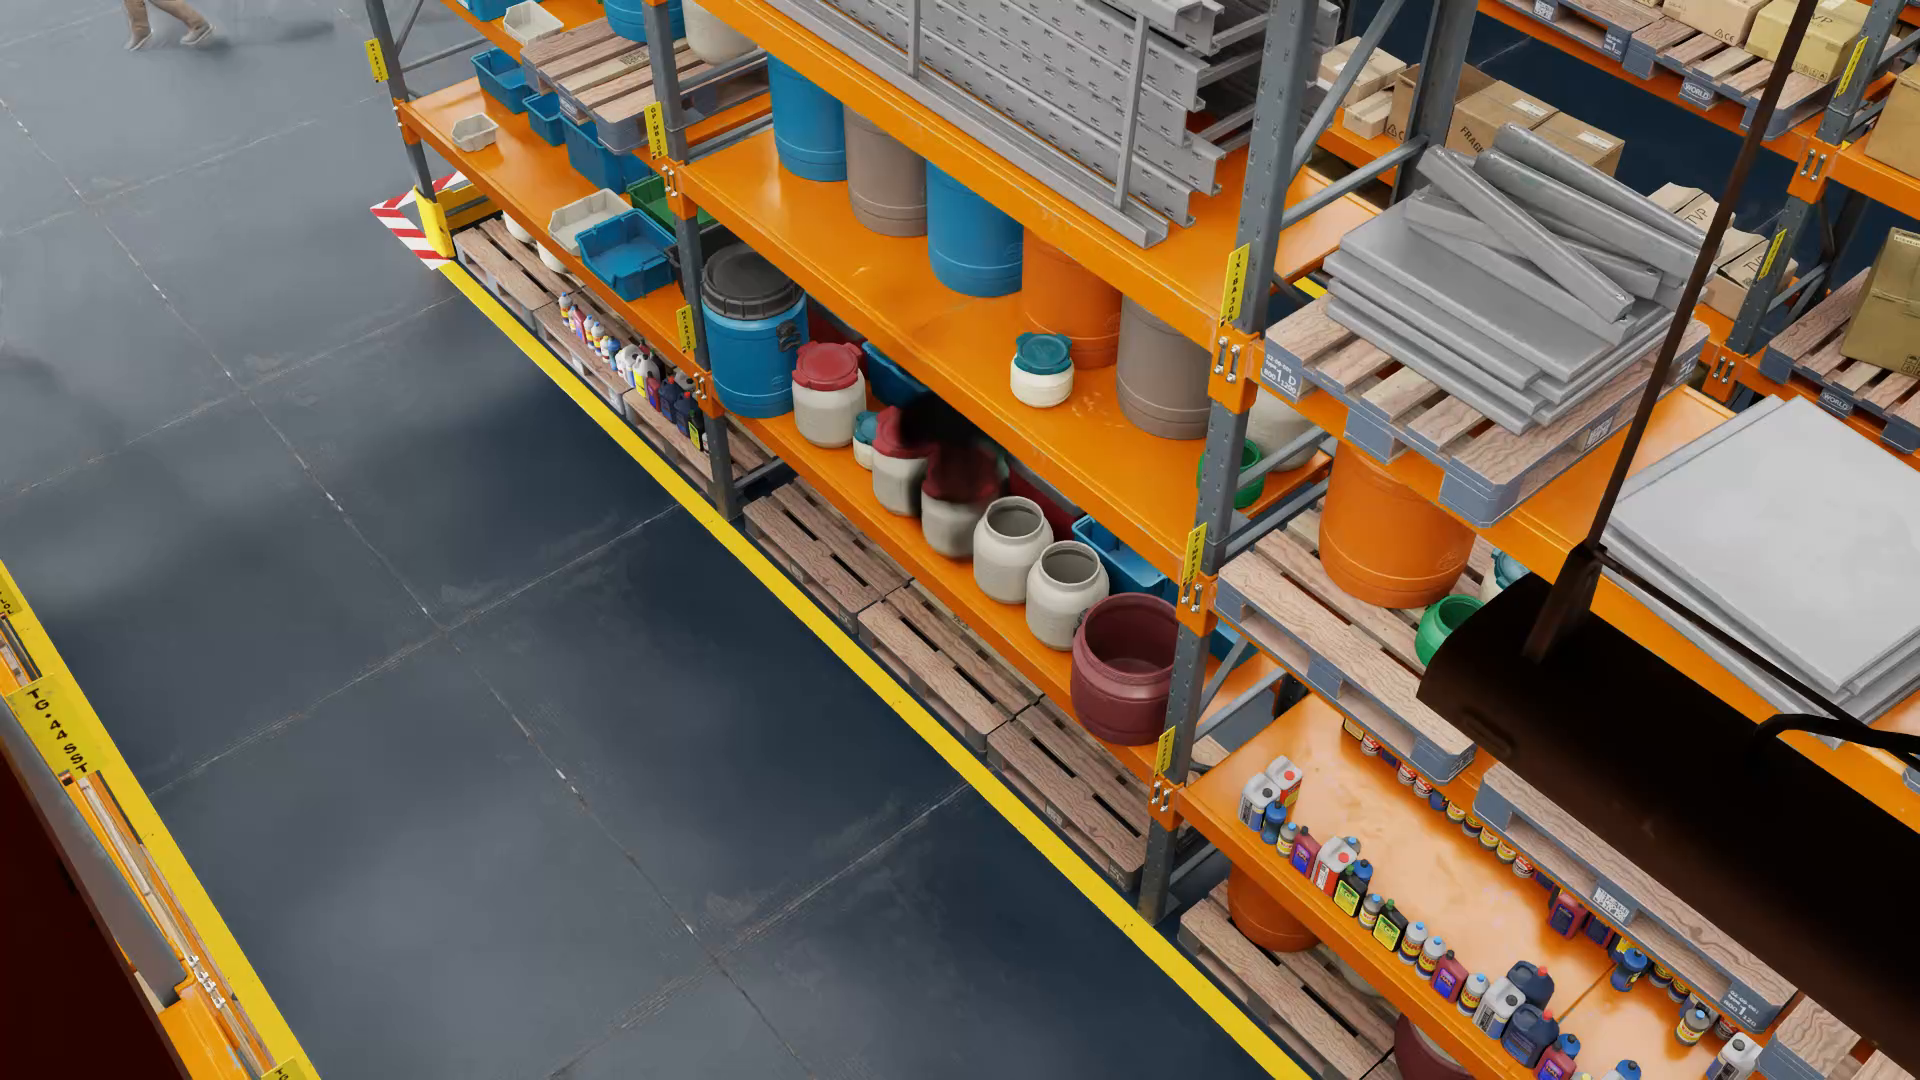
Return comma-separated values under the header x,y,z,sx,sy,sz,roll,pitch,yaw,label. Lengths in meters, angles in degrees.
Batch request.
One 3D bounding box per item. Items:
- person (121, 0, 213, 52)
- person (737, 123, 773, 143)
x,y,z,sx,sy,sz,roll,pitch,yaw,label
-7.244,-5.123,14.653,0.837,1.788,0.640,-13,48,-12,person
-1.449,-3.221,12.838,0.774,1.733,0.751,35,56,28,person
